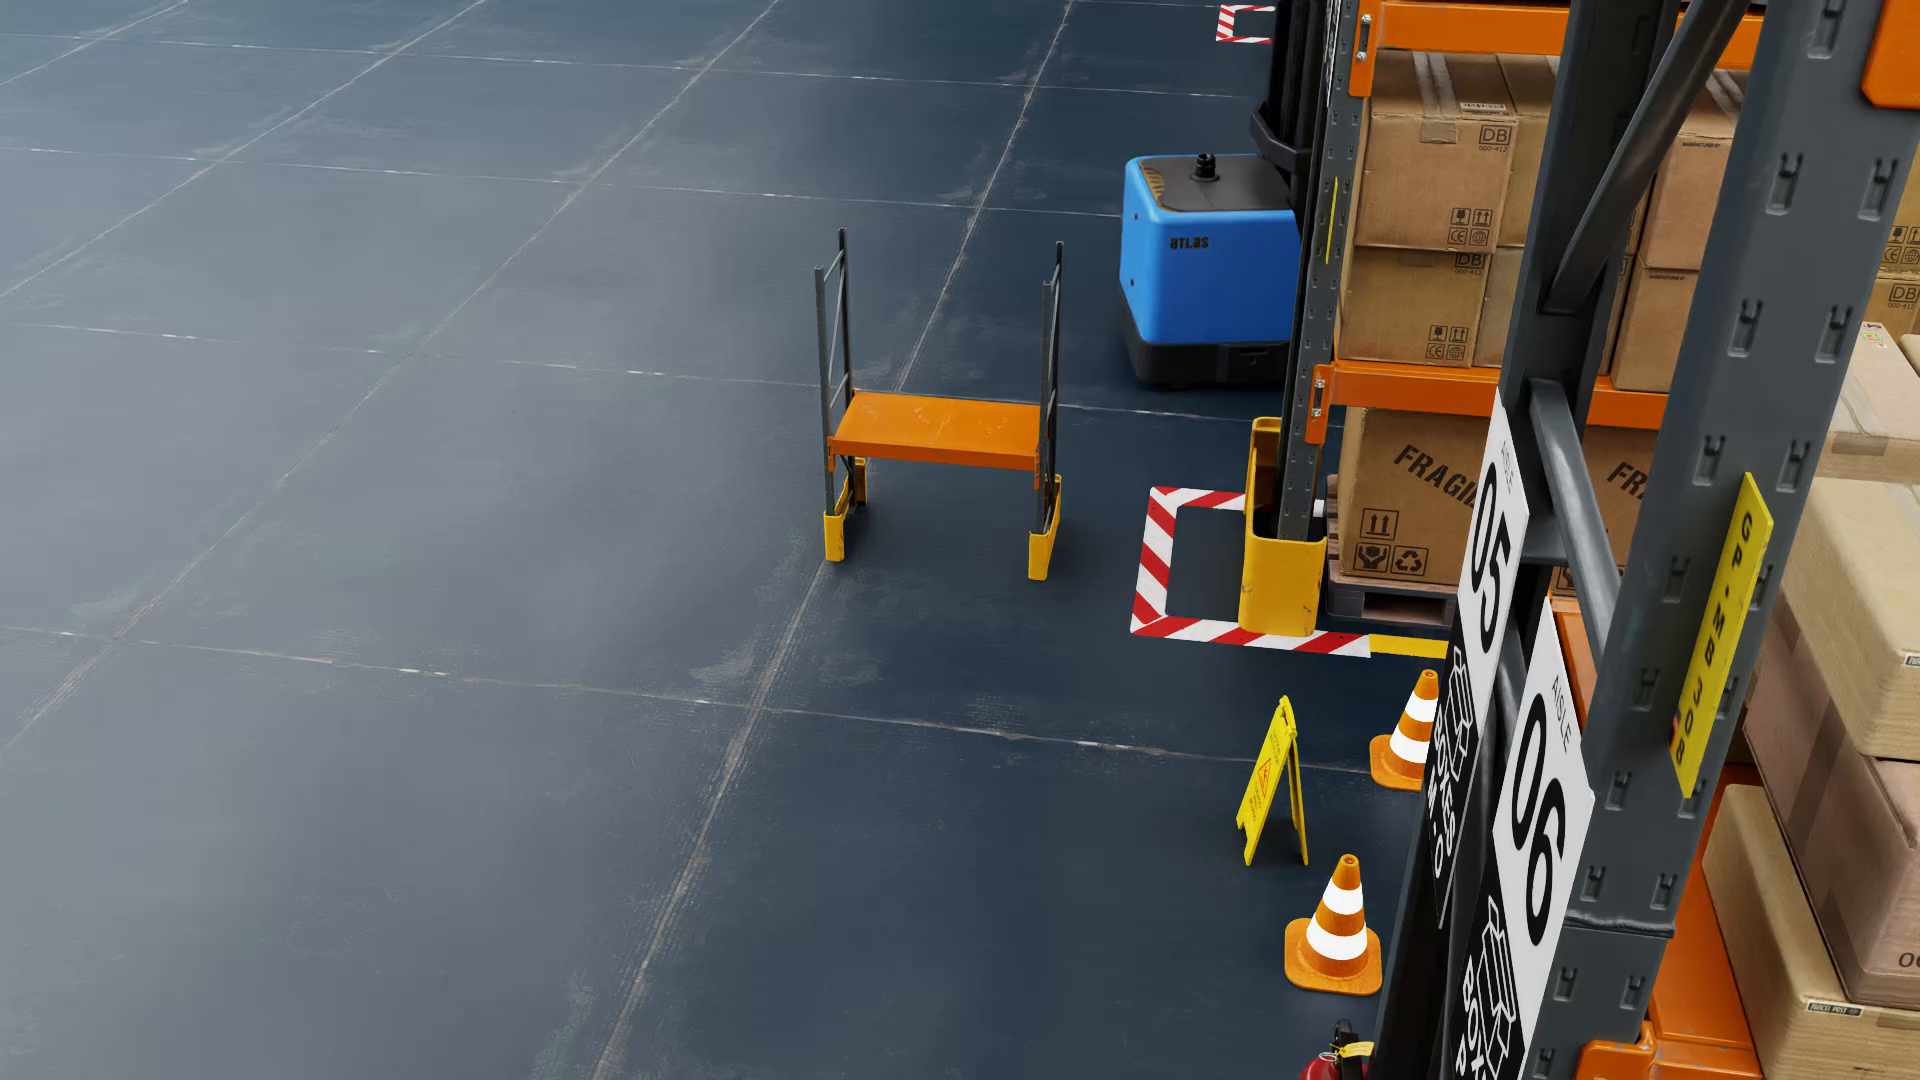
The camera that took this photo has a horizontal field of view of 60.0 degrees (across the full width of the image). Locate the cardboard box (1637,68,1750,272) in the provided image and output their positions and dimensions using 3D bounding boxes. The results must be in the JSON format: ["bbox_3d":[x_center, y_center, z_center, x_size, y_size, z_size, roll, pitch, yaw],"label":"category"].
[{"bbox_3d":[3.006,-1.489,6.643,0.550,0.550,0.875,5,32,8],"label":"cardboard box"}]

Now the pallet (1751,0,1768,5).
[{"bbox_3d":[3.499,-2.209,6.208,1.213,0.211,1.003,5,32,8],"label":"pallet"}]

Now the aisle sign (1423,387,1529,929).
[{"bbox_3d":[0.814,0.195,2.661,0.004,0.787,0.394,5,32,8],"label":"aisle sign"}]

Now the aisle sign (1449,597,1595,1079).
[{"bbox_3d":[0.713,0.509,2.159,0.004,0.787,0.394,5,32,8],"label":"aisle sign"}]

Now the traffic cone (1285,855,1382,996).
[{"bbox_3d":[1.319,1.283,5.765,0.334,0.463,0.336,5,32,8],"label":"traffic cone"}]

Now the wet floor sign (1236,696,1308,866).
[{"bbox_3d":[1.198,0.888,6.224,0.232,0.644,0.267,0,32,0],"label":"wet floor sign"}]

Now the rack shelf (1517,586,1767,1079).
[{"bbox_3d":[2.798,0.667,2.209,4.000,0.370,1.077,5,32,8],"label":"rack shelf"}]

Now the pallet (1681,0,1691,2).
[{"bbox_3d":[2.293,-2.317,6.380,1.213,0.211,1.003,5,32,8],"label":"pallet"}]

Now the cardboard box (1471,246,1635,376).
[{"bbox_3d":[2.479,-1.160,7.134,0.550,0.550,0.875,5,32,8],"label":"cardboard box"}]

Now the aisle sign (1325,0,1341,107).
[{"bbox_3d":[1.439,-2.095,6.319,0.004,0.787,0.394,5,32,8],"label":"aisle sign"}]

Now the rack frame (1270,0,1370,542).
[{"bbox_3d":[1.560,-1.143,7.250,0.127,3.000,1.000,5,32,8],"label":"rack frame"}]

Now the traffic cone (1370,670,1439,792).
[{"bbox_3d":[1.844,0.722,6.660,0.334,0.463,0.336,5,32,8],"label":"traffic cone"}]

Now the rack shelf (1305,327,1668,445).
[{"bbox_3d":[3.531,-0.660,7.155,4.000,0.370,1.077,5,32,8],"label":"rack shelf"}]

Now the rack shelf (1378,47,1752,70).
[{"bbox_3d":[4.465,-3.245,11.285,4.000,0.370,1.077,5,32,8],"label":"rack shelf"}]

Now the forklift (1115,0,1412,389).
[{"bbox_3d":[2.506,-2.409,9.337,3.031,2.935,1.130,-2,32,-3],"label":"forklift"}]

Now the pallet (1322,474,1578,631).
[{"bbox_3d":[2.361,0.069,7.941,1.213,0.211,1.003,5,32,8],"label":"pallet"}]

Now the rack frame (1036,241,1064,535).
[{"bbox_3d":[0.417,-0.598,7.792,0.032,1.500,0.500,5,32,8],"label":"rack frame"}]

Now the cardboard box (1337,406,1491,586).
[{"bbox_3d":[2.239,-0.395,7.660,0.875,0.875,0.875,5,32,8],"label":"cardboard box"}]

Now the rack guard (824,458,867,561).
[{"bbox_3d":[-0.566,-0.157,8.266,0.087,0.250,0.587,5,32,8],"label":"rack guard"}]

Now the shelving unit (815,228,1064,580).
[{"bbox_3d":[-0.075,-0.643,7.863,1.083,1.500,0.587,5,32,8],"label":"shelving unit"}]

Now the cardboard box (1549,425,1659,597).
[{"bbox_3d":[3.107,-0.317,7.537,0.875,0.875,0.875,5,32,7],"label":"cardboard box"}]

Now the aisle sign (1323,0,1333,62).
[{"bbox_3d":[1.540,-2.409,6.821,0.004,0.787,0.394,5,32,8],"label":"aisle sign"}]

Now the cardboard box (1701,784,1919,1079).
[{"bbox_3d":[1.099,0.489,2.051,0.250,0.149,0.380,5,32,8],"label":"cardboard box"}]

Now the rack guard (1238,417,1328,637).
[{"bbox_3d":[1.536,-0.086,7.916,0.348,0.500,1.175,5,32,8],"label":"rack guard"}]

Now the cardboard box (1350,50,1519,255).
[{"bbox_3d":[1.919,-1.611,6.838,0.550,0.550,0.875,5,32,8],"label":"cardboard box"}]

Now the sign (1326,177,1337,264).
[{"bbox_3d":[1.460,-1.254,6.536,0.005,0.325,0.100,5,32,8],"label":"sign"}]

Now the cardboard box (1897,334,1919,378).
[{"bbox_3d":[1.457,-0.130,2.288,0.250,0.149,0.380,6,32,9],"label":"cardboard box"}]

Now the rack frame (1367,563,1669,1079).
[{"bbox_3d":[0.827,1.455,3.099,0.127,3.000,1.000,5,32,8],"label":"rack frame"}]

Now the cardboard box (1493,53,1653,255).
[{"bbox_3d":[2.477,-1.610,6.837,0.550,0.550,0.875,5,32,8],"label":"cardboard box"}]

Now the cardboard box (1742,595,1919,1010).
[{"bbox_3d":[1.277,0.305,1.970,0.500,0.250,0.500,5,32,7],"label":"cardboard box"}]

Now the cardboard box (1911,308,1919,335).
[{"bbox_3d":[4.079,-1.024,6.917,0.550,0.550,0.875,5,32,8],"label":"cardboard box"}]

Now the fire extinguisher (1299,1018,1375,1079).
[{"bbox_3d":[0.791,1.236,3.521,0.183,0.674,0.296,5,32,8],"label":"fire extinguisher"}]

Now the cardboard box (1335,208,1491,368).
[{"bbox_3d":[1.933,-1.198,7.195,0.550,0.550,0.875,5,32,8],"label":"cardboard box"}]

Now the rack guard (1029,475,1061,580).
[{"bbox_3d":[0.416,-0.068,8.124,0.087,0.250,0.587,5,32,8],"label":"rack guard"}]

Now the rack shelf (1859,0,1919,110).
[{"bbox_3d":[2.798,-0.604,1.414,4.000,0.370,1.077,5,32,8],"label":"rack shelf"}]

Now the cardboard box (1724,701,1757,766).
[{"bbox_3d":[1.225,0.175,2.553,0.250,0.149,0.380,5,32,8],"label":"cardboard box"}]

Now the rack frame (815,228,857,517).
[{"bbox_3d":[-0.585,-0.689,7.937,0.032,1.500,0.500,5,32,8],"label":"rack frame"}]

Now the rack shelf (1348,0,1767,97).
[{"bbox_3d":[3.531,-1.931,6.359,4.000,0.370,1.077,5,32,8],"label":"rack shelf"}]

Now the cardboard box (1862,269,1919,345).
[{"bbox_3d":[3.539,-1.019,6.909,0.500,0.550,0.875,5,32,8],"label":"cardboard box"}]

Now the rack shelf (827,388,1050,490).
[{"bbox_3d":[-0.084,-0.491,7.960,1.000,0.185,0.538,5,32,8],"label":"rack shelf"}]

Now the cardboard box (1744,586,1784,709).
[{"bbox_3d":[1.376,0.025,2.416,0.500,0.250,0.500,5,32,8],"label":"cardboard box"}]

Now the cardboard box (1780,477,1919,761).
[{"bbox_3d":[1.143,0.090,1.937,0.250,0.149,0.380,5,32,8],"label":"cardboard box"}]

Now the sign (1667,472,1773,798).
[{"bbox_3d":[0.735,0.096,1.618,0.005,0.325,0.100,5,32,8],"label":"sign"}]

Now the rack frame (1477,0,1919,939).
[{"bbox_3d":[0.827,-1.088,1.507,0.127,3.000,1.000,5,32,8],"label":"rack frame"}]

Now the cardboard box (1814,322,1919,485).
[{"bbox_3d":[1.210,-0.173,2.357,0.250,0.149,0.380,5,32,9],"label":"cardboard box"}]

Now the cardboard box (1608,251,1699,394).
[{"bbox_3d":[3.010,-1.044,6.950,0.550,0.550,0.875,5,32,8],"label":"cardboard box"}]

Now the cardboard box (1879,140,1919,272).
[{"bbox_3d":[3.550,-1.510,6.676,0.500,0.550,0.875,5,32,8],"label":"cardboard box"}]
